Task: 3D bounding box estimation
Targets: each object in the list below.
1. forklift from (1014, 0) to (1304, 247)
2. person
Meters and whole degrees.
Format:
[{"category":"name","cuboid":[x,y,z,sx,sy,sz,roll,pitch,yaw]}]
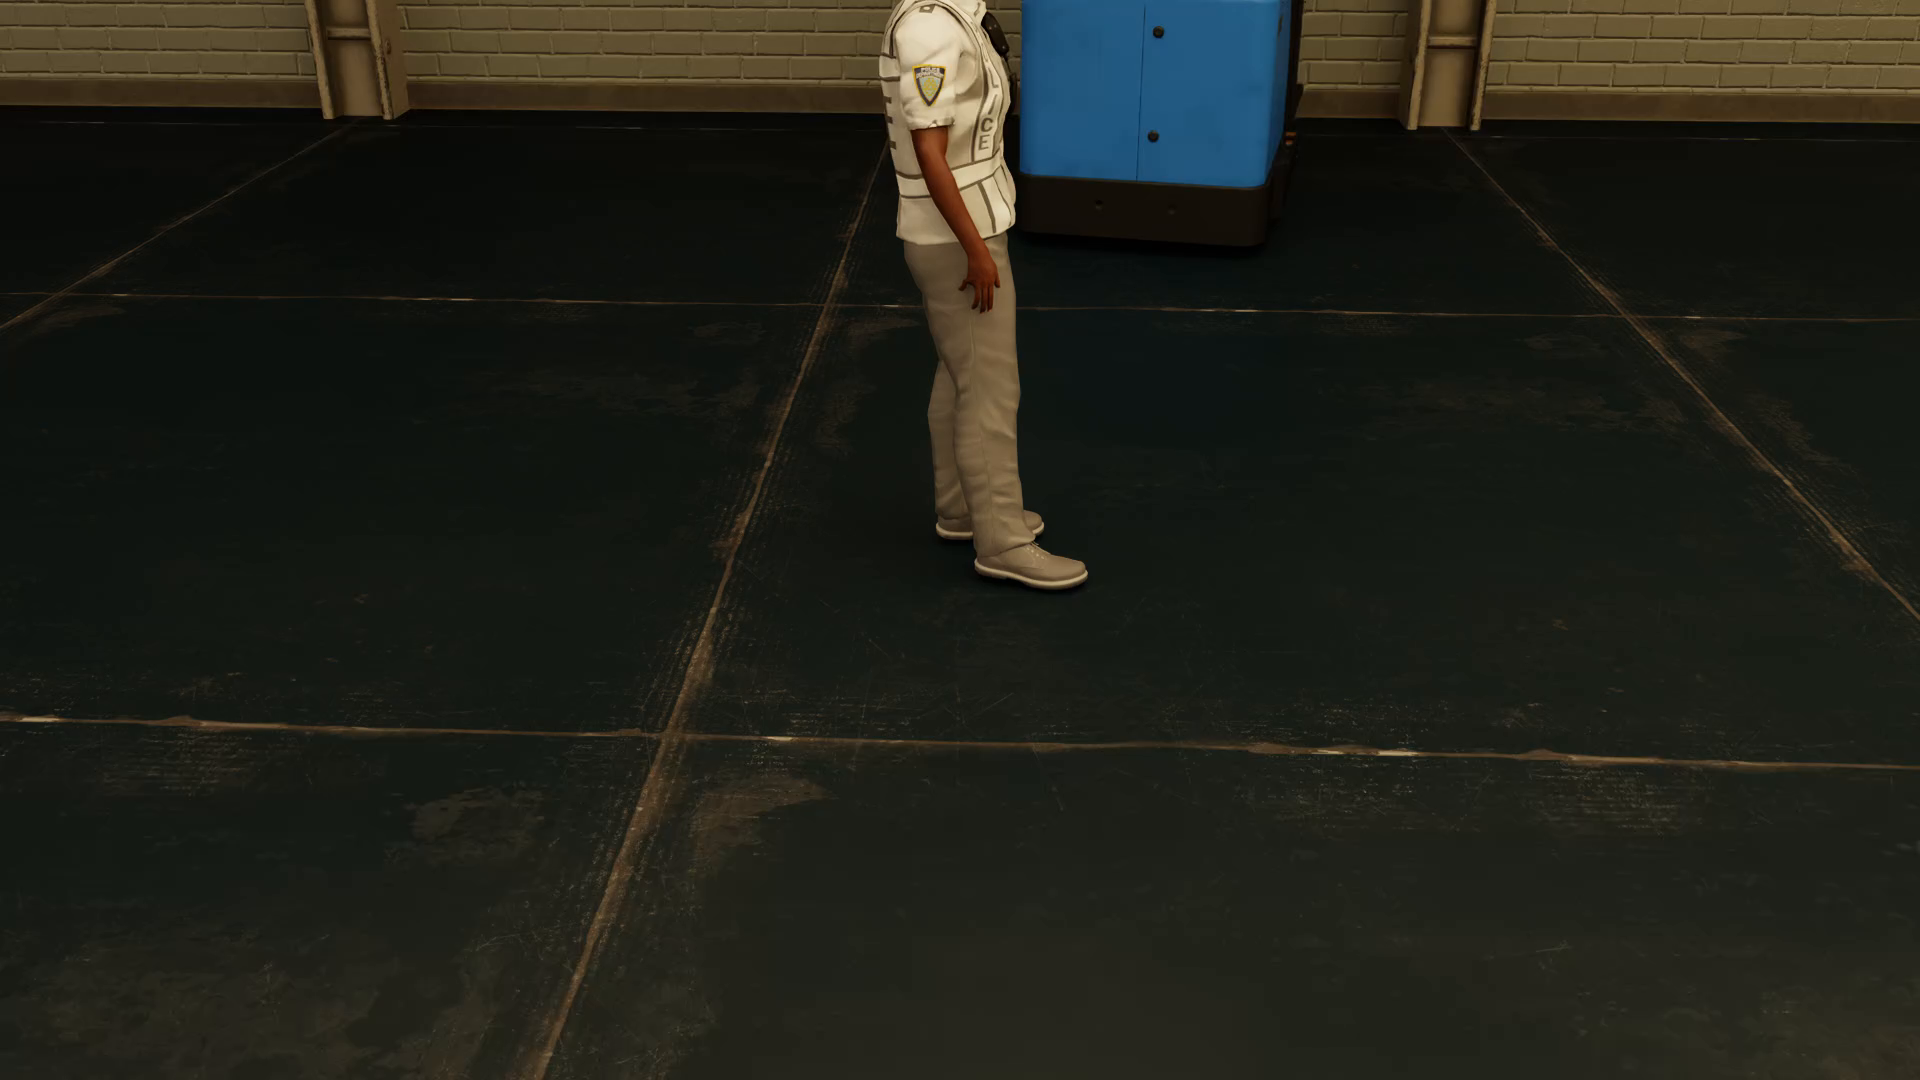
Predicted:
[{"category":"forklift","cuboid":[1.086,-3.141,7.576,1.130,2.935,3.031,6,27,13]},{"category":"person","cuboid":[0.074,-0.756,4.123,0.528,1.695,0.569,1,26,2]}]
